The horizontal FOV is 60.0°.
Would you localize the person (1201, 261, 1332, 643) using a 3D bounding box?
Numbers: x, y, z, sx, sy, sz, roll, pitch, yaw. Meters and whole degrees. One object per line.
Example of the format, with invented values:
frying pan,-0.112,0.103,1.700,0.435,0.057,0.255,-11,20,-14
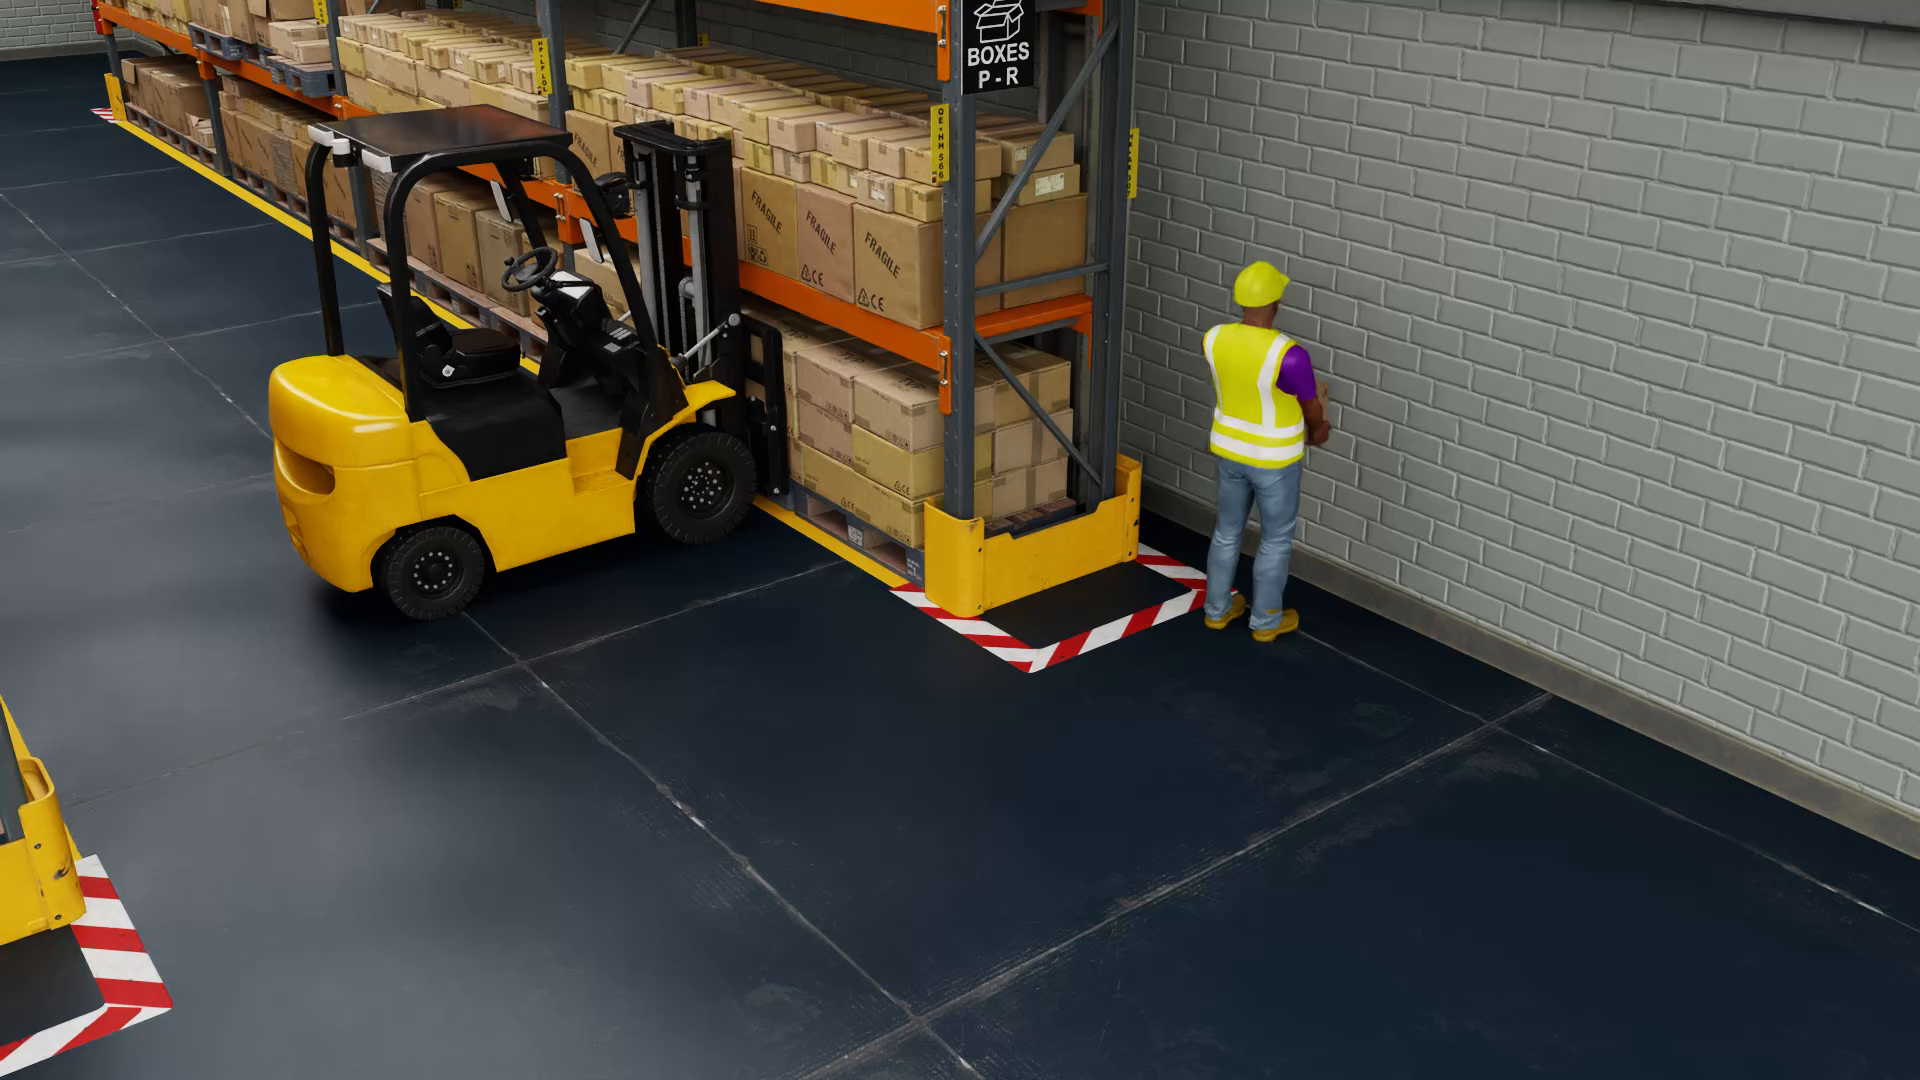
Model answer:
person,1.383,-0.413,7.483,0.510,1.764,0.575,21,32,38
